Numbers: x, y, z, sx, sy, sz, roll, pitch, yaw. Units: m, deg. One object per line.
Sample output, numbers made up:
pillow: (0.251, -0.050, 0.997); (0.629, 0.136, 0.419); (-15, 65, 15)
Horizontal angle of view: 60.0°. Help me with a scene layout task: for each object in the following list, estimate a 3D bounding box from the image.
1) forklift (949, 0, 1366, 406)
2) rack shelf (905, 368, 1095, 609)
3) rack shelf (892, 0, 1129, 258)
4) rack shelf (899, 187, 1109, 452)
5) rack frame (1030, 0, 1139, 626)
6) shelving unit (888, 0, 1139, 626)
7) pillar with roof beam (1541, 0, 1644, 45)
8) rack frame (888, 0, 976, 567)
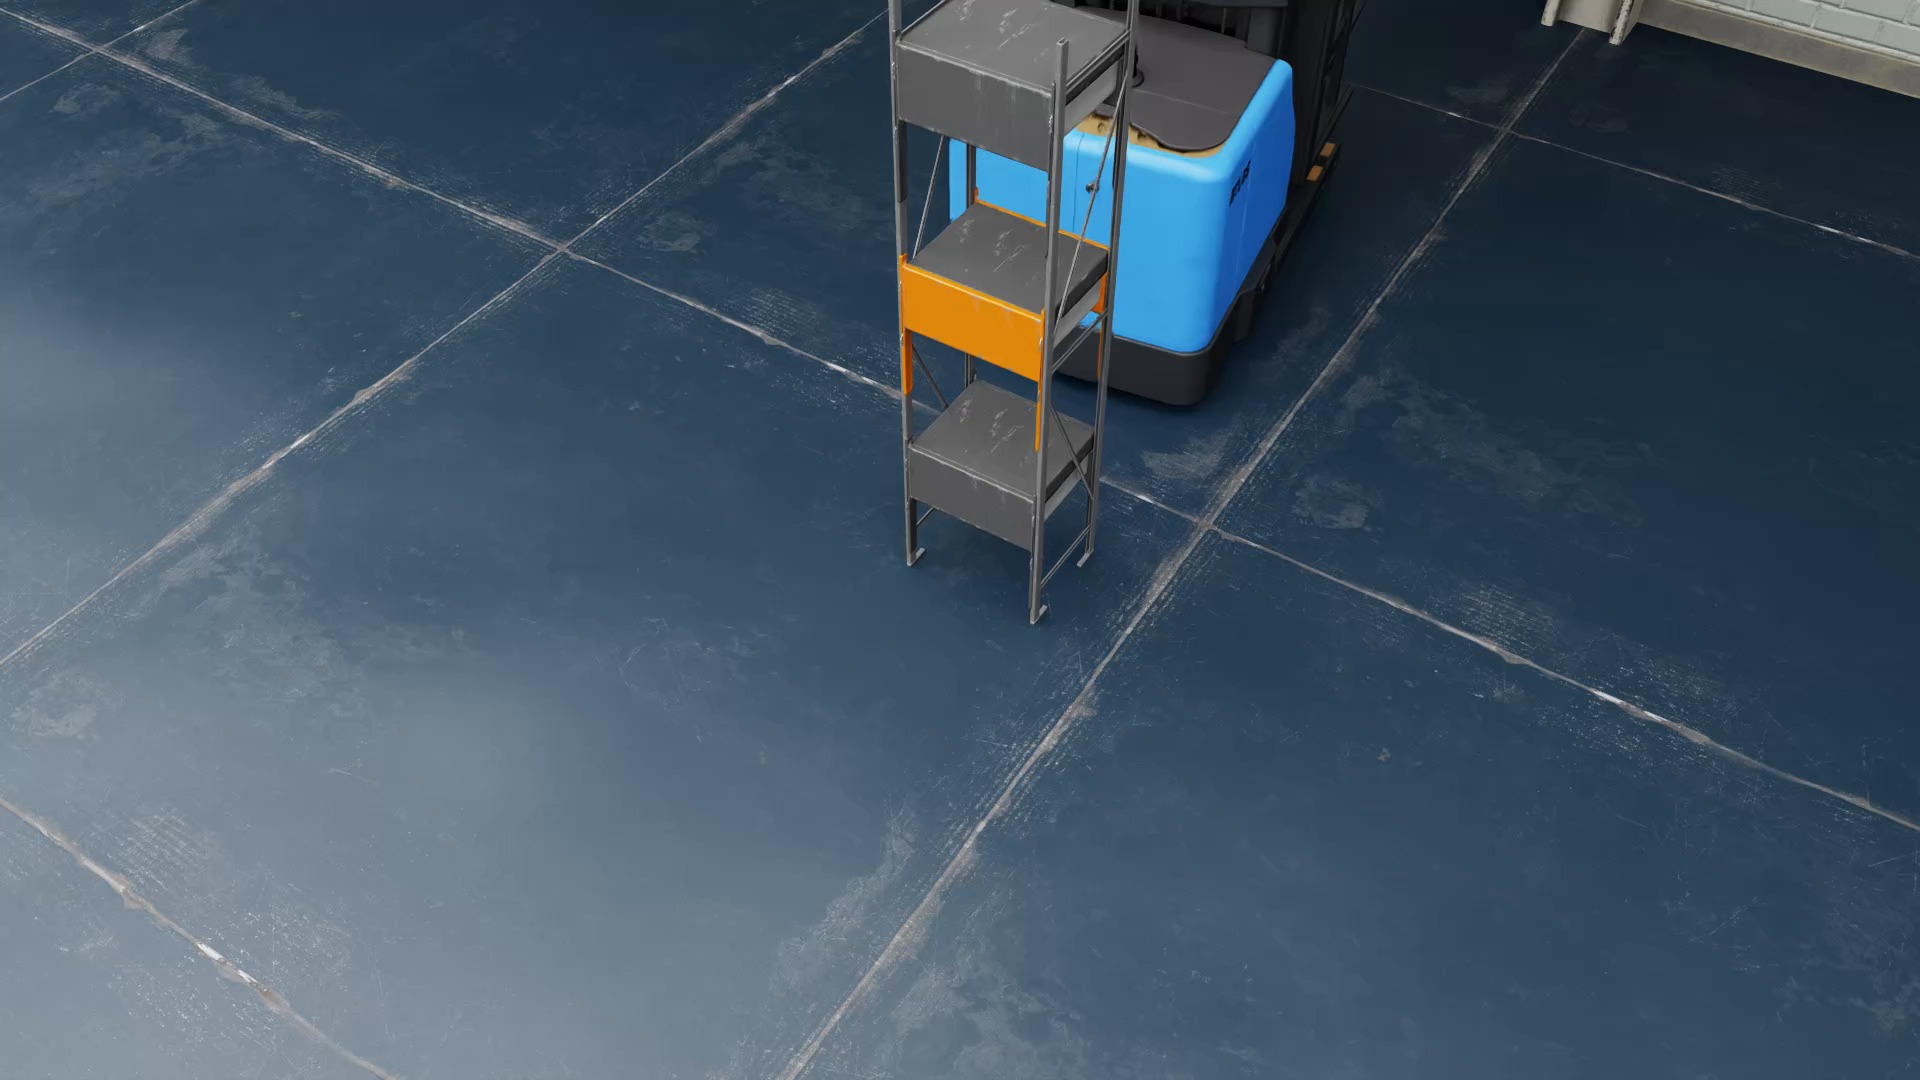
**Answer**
forklift: (1.014, -2.586, 6.219); (1.130, 2.935, 3.031); (18, 48, 17)
rack shelf: (0.139, -0.170, 5.446); (0.480, 0.518, 0.431); (25, 51, 22)
rack shelf: (0.139, -1.146, 4.442); (0.480, 0.518, 0.431); (25, 51, 22)
rack shelf: (0.139, -0.658, 4.944); (0.480, 0.518, 0.431); (25, 51, 22)
rack frame: (0.345, -0.573, 4.843); (0.015, 2.100, 0.400); (25, 51, 22)
shelving unit: (0.139, -0.668, 4.935); (0.503, 2.100, 0.431); (25, 51, 22)
pillar with roof beam: (0.801, -3.113, 2.500); (0.400, 9.000, 9.100); (25, 51, 22)
rack frame: (-0.066, -0.762, 5.026); (0.015, 2.100, 0.400); (25, 51, 22)
